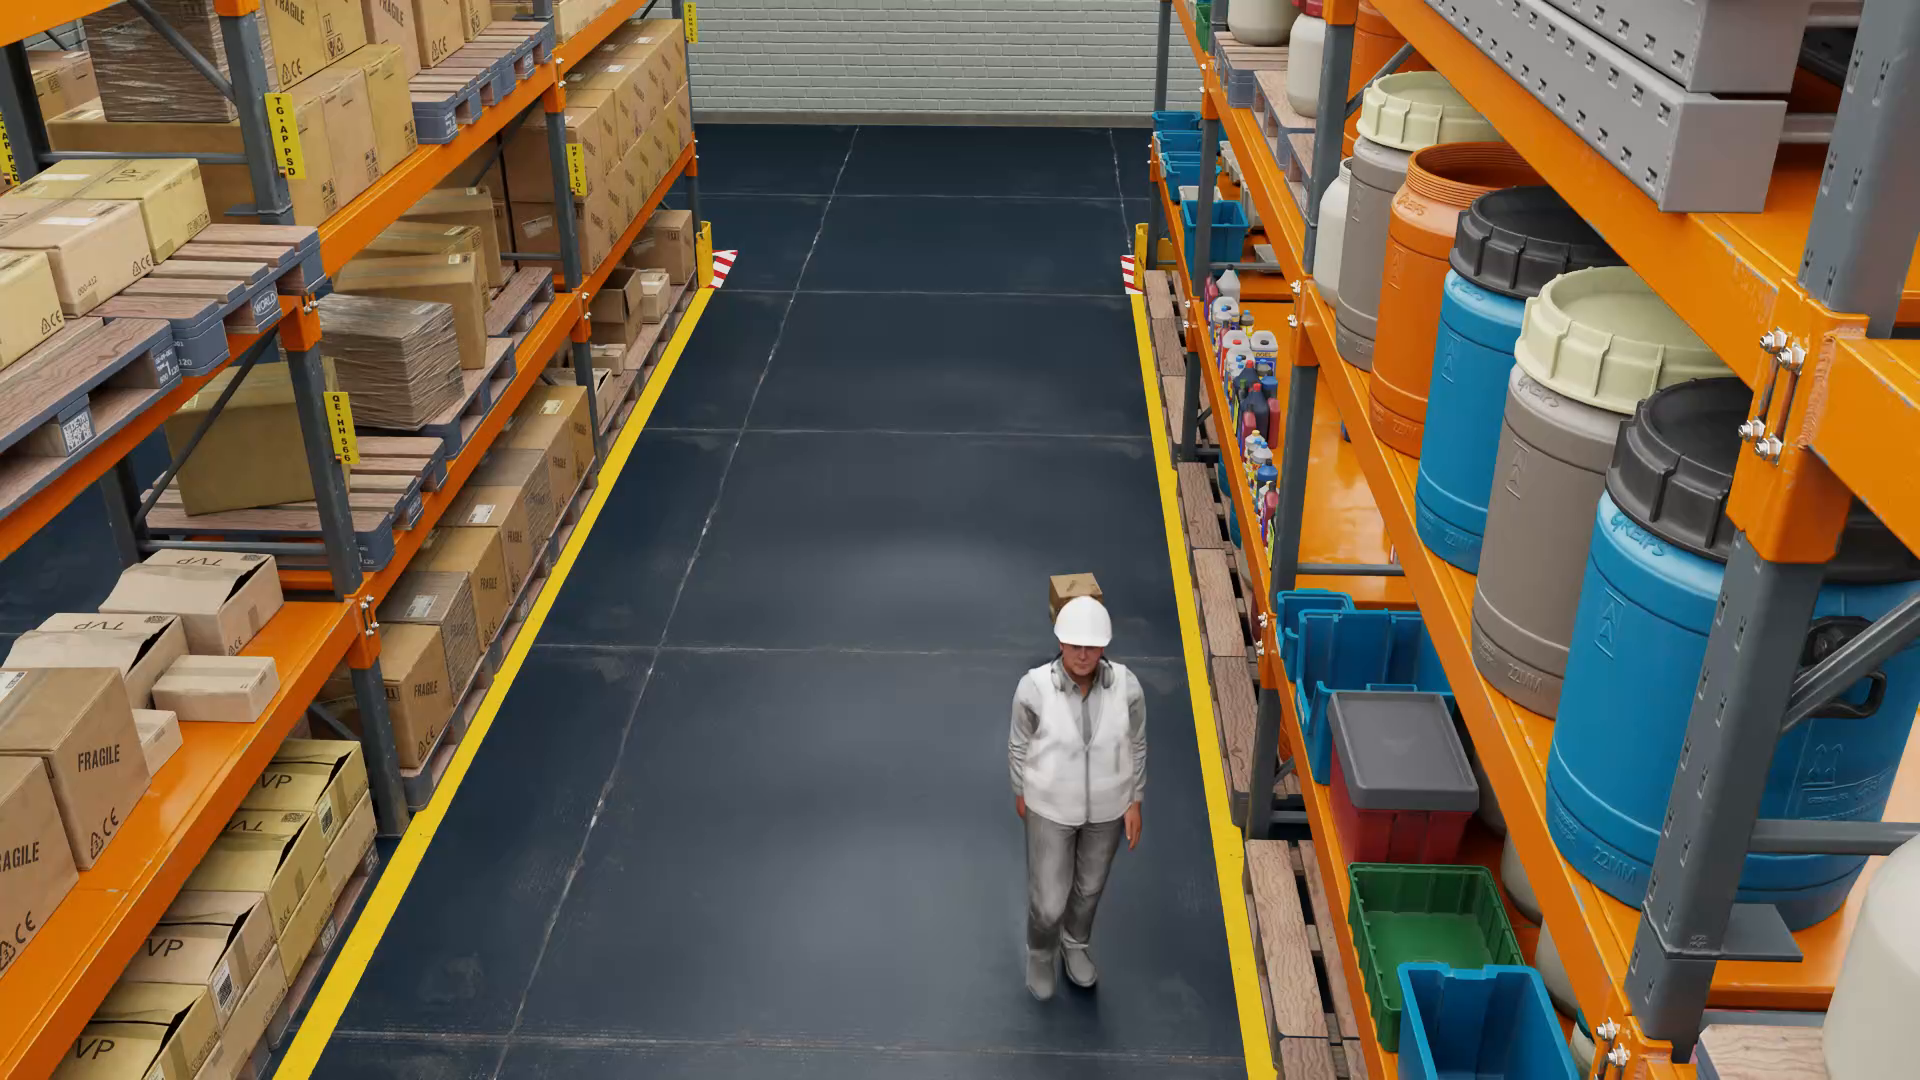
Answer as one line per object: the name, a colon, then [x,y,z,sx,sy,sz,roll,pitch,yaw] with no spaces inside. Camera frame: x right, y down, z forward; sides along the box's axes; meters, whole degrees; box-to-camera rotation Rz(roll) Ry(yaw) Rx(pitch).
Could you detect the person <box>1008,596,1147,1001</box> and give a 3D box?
person: [0.475,1.071,6.552,0.535,1.805,0.472,-5,28,-8]
